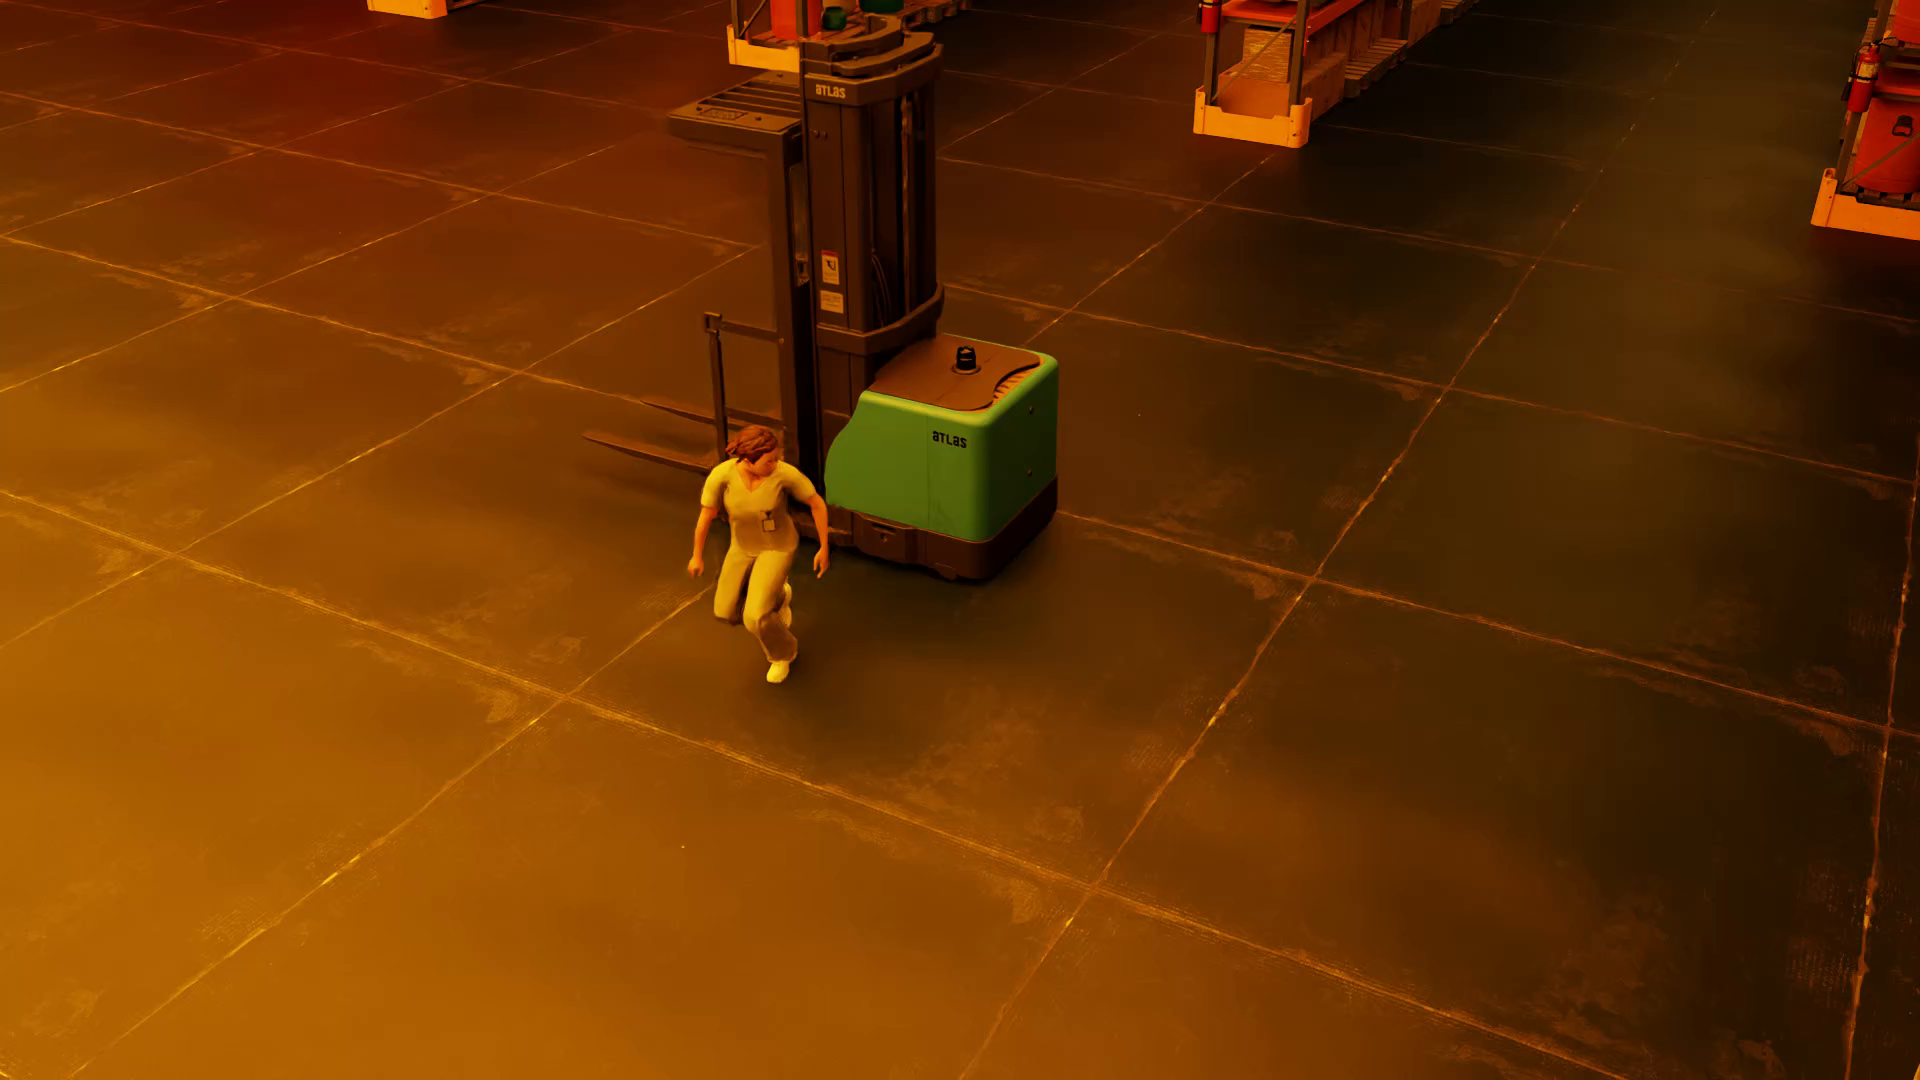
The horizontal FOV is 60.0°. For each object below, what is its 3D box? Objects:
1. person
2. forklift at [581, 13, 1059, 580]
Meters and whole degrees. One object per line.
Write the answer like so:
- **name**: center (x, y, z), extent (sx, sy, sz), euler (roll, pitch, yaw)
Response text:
- **person**: center (-1.006, 0.007, 8.548), extent (0.722, 1.472, 0.639), euler (8, 31, 14)
- **forklift**: center (-0.953, -1.550, 9.756), extent (3.031, 2.935, 1.130), euler (15, 33, 24)
